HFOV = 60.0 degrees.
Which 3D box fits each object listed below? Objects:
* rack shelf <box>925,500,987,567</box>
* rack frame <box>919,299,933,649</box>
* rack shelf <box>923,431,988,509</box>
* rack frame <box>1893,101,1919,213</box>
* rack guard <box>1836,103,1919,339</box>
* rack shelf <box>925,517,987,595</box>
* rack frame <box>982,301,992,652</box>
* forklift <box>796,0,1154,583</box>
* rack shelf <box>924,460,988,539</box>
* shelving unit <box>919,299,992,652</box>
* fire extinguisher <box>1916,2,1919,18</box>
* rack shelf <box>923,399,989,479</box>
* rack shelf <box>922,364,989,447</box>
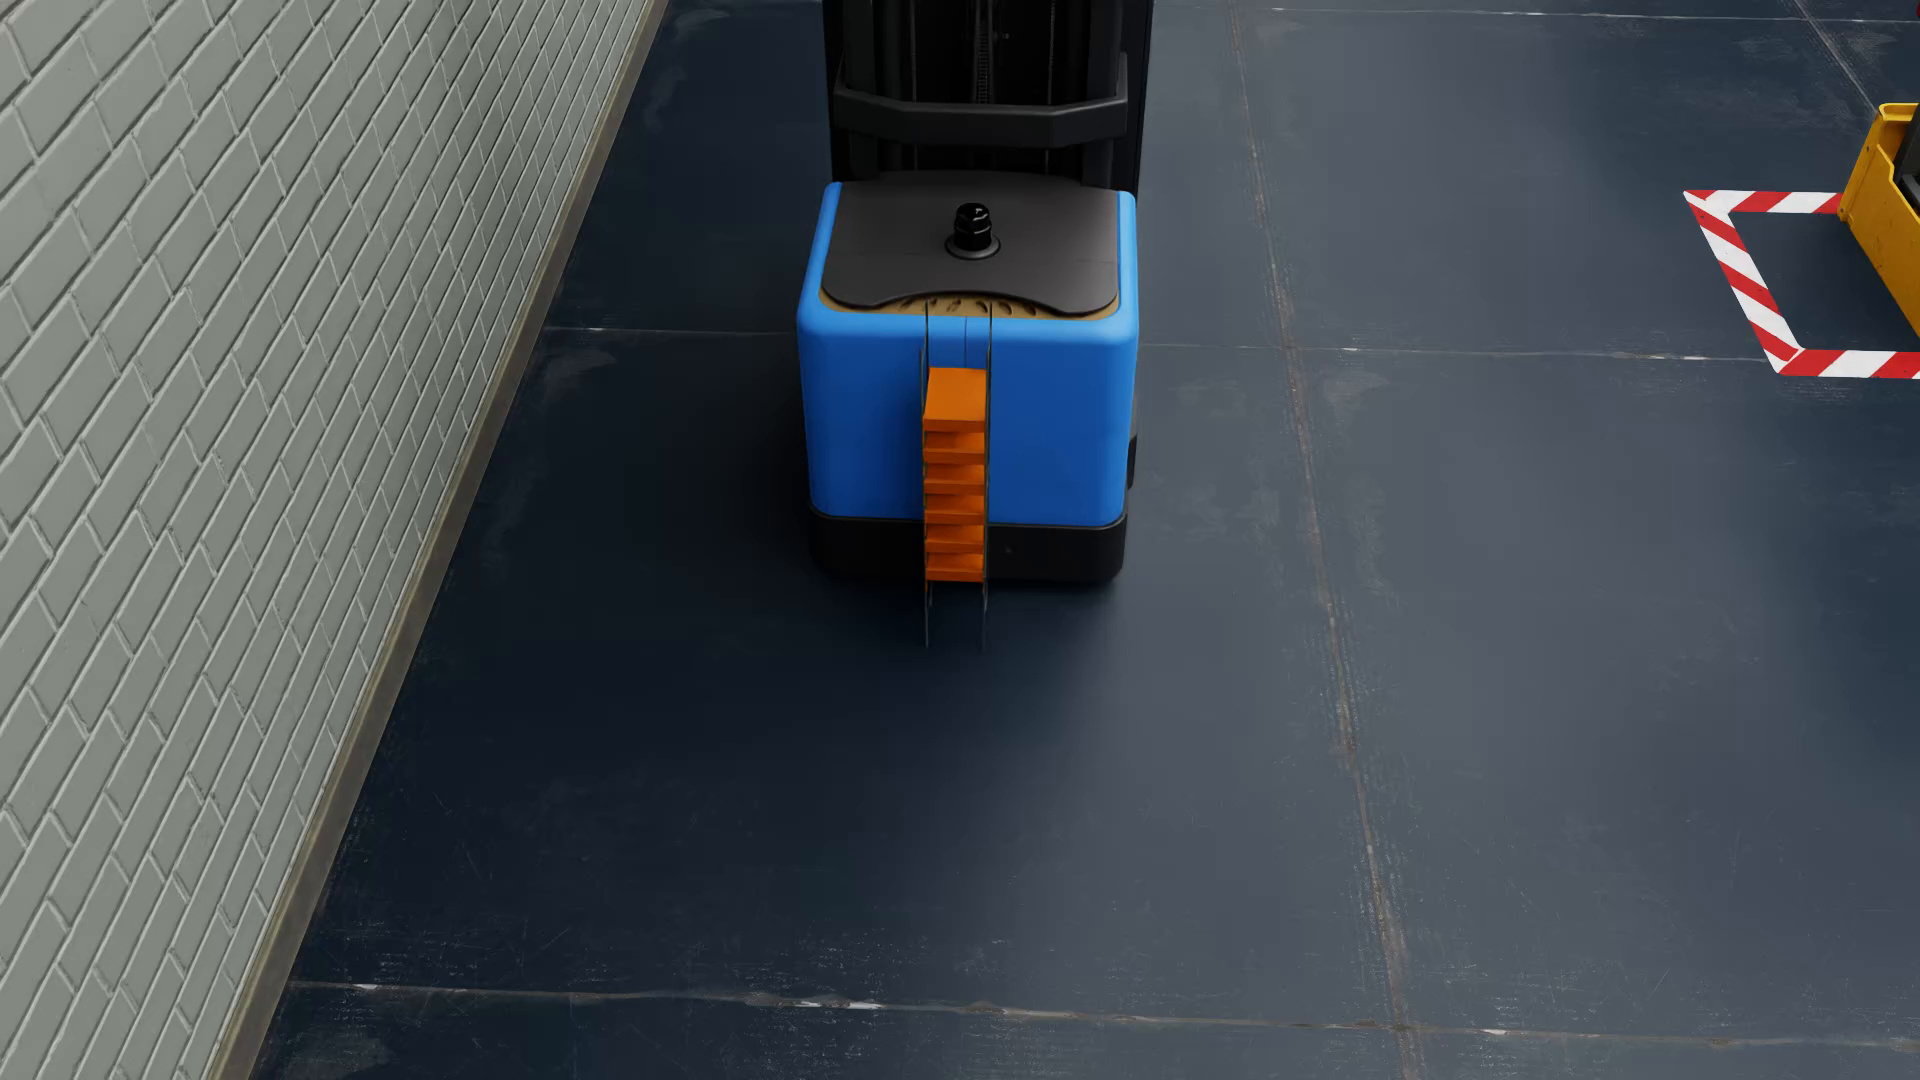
[{"bbox_3d":[-0.010,-0.042,5.154,0.180,0.103,0.258,2,43,3],"label":"rack shelf"},{"bbox_3d":[-0.101,-0.165,5.045,0.006,1.200,0.240,2,43,3],"label":"rack frame"},{"bbox_3d":[-0.010,-0.216,4.990,0.180,0.103,0.258,2,43,3],"label":"rack shelf"},{"bbox_3d":[4.014,-2.174,5.883,0.127,3.000,1.000,2,43,2],"label":"rack frame"},{"bbox_3d":[3.989,-1.251,6.726,0.348,0.500,1.175,2,43,2],"label":"rack guard"},{"bbox_3d":[-0.010,0.045,5.237,0.180,0.103,0.258,2,43,3],"label":"rack shelf"},{"bbox_3d":[0.082,-0.158,5.037,0.006,1.200,0.240,2,43,3],"label":"rack frame"},{"bbox_3d":[0.106,-1.926,5.667,1.130,2.935,3.031,2,43,3],"label":"forklift"},{"bbox_3d":[-0.010,-0.129,5.072,0.180,0.103,0.258,2,43,3],"label":"rack shelf"},{"bbox_3d":[-0.010,-0.161,5.041,0.189,1.200,0.258,2,43,3],"label":"shelving unit"},{"bbox_3d":[3.884,-2.323,6.374,0.183,0.674,0.296,2,43,2],"label":"fire extinguisher"},{"bbox_3d":[-0.010,-0.303,4.907,0.180,0.103,0.258,2,43,3],"label":"rack shelf"},{"bbox_3d":[-0.010,-0.391,4.825,0.180,0.103,0.258,2,43,3],"label":"rack shelf"}]
